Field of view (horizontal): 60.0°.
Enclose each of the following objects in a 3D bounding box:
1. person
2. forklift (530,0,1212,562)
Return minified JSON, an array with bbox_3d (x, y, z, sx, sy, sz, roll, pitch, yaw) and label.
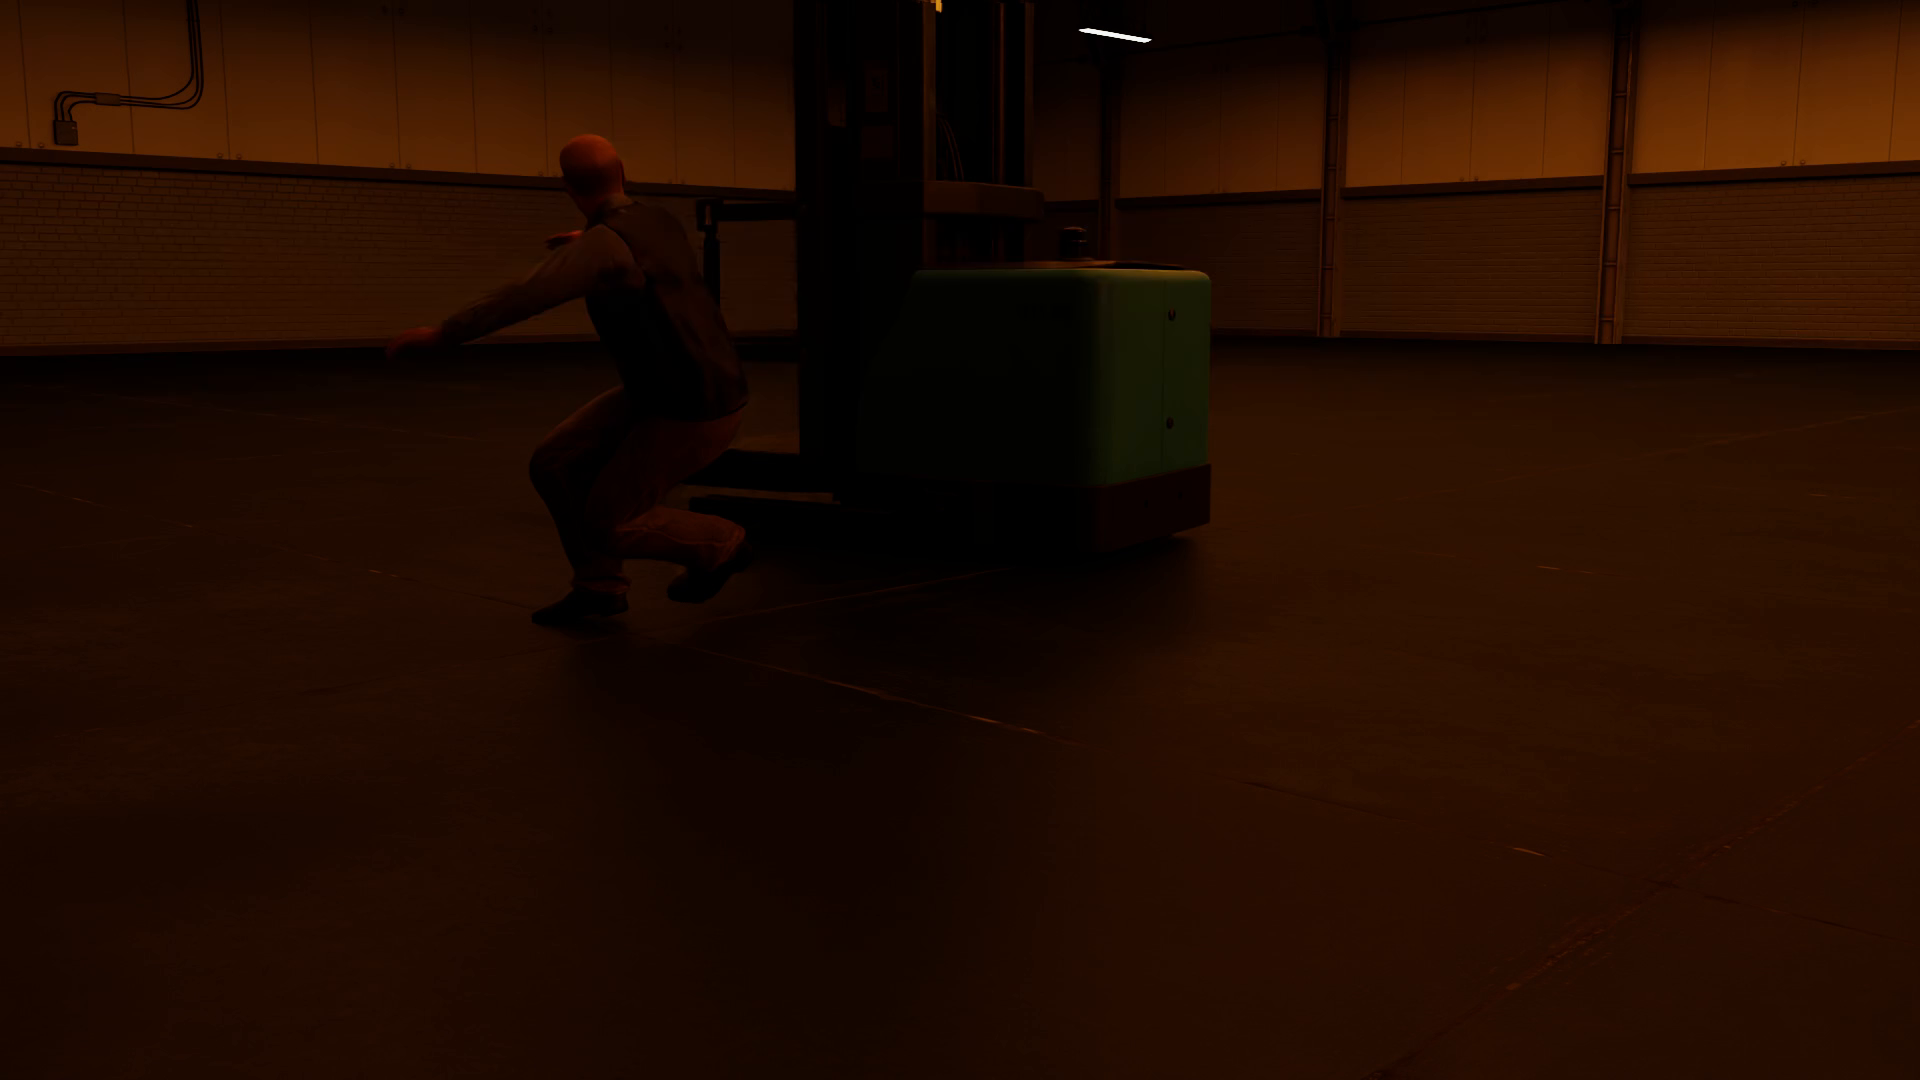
[{"bbox_3d":[-1.147,-0.461,4.952,1.048,1.450,0.771,-2,9,-16],"label":"person"},{"bbox_3d":[-0.512,-1.511,6.906,3.031,2.935,1.130,5,10,32],"label":"forklift"}]
